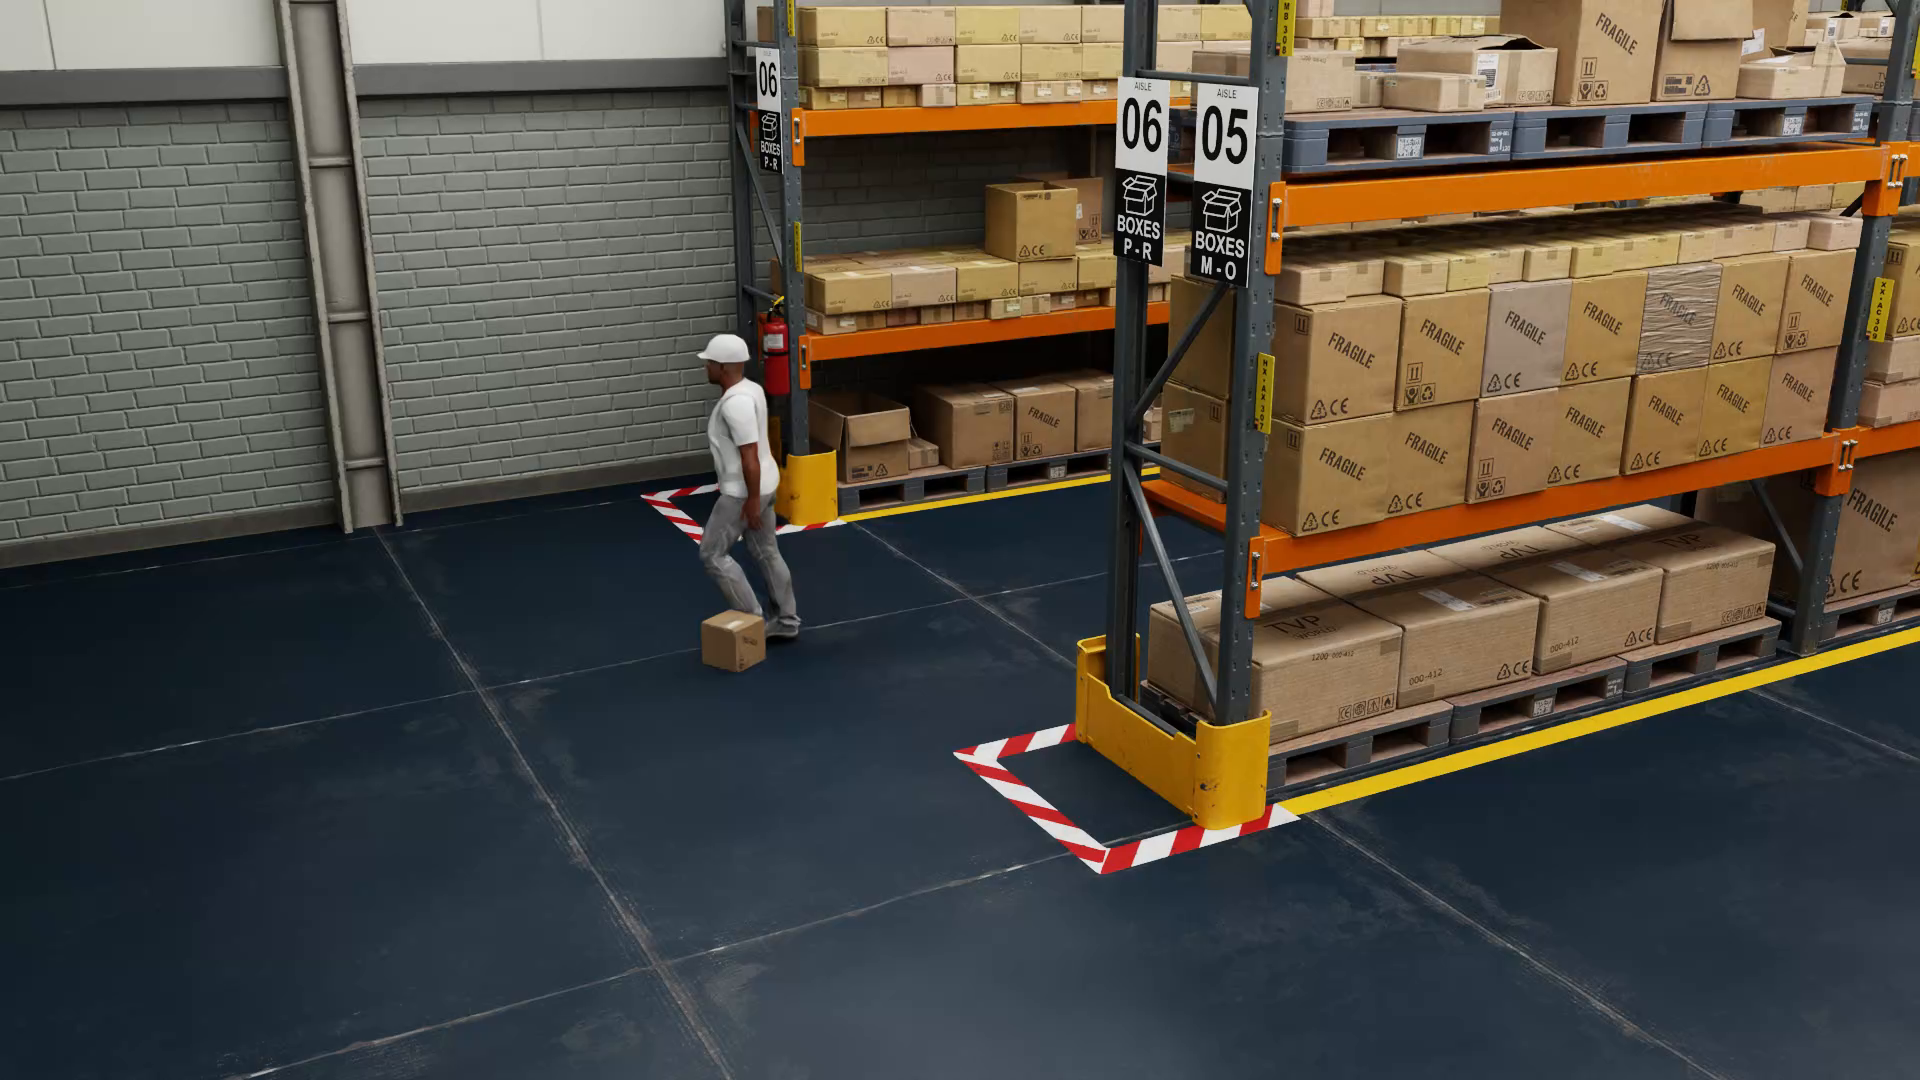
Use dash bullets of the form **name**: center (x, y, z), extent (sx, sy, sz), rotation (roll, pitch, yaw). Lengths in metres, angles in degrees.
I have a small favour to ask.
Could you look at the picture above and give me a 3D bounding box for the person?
- **person**: center (-1.176, -0.277, 9.316), extent (0.541, 1.756, 0.601), rotation (2, 18, 5)
